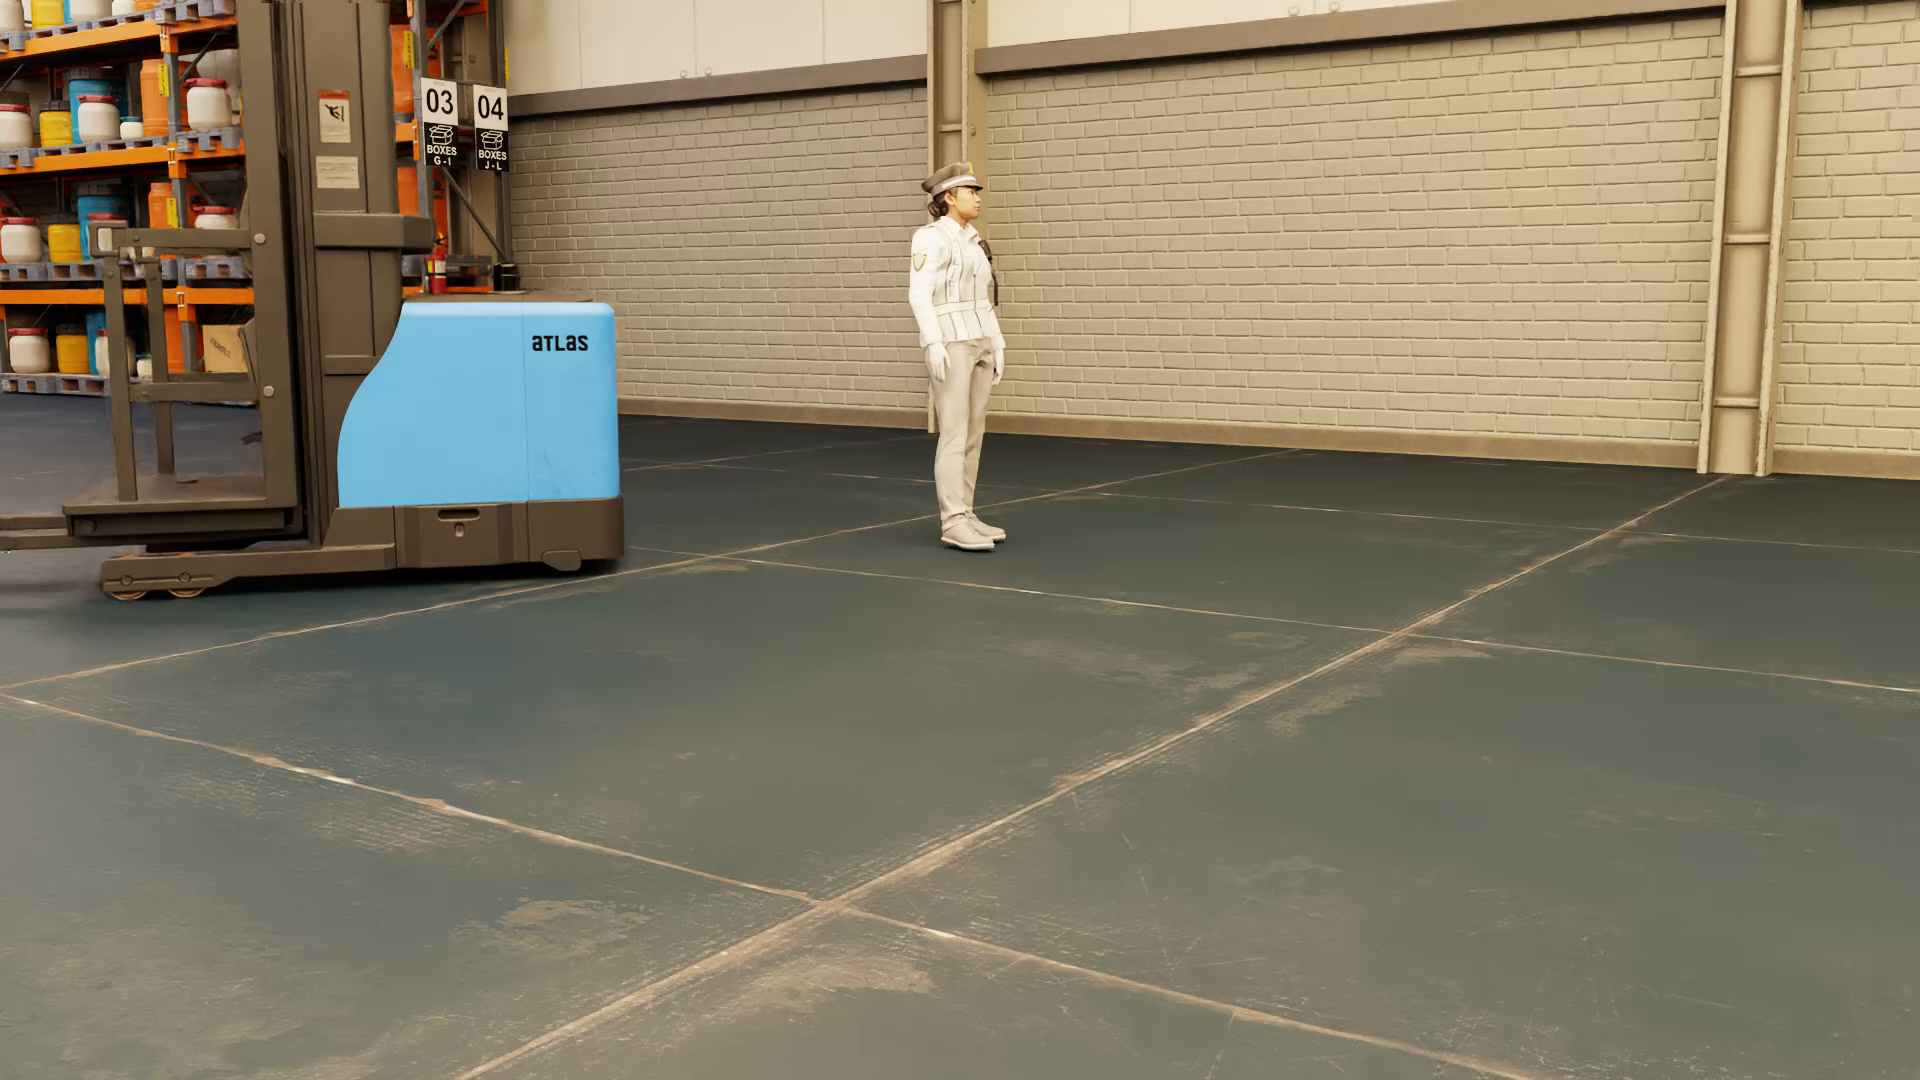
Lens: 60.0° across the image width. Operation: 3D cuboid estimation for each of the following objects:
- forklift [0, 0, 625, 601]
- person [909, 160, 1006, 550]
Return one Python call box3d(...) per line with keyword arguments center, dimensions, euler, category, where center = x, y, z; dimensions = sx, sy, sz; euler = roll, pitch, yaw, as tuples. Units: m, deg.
box3d(center=(-2.920, -1.313, 6.428), dimensions=(3.031, 2.935, 1.130), euler=(-3, 8, -18), category="forklift")
box3d(center=(0.053, -0.840, 7.440), dimensions=(0.531, 1.695, 0.587), euler=(5, 10, 34), category="person")
